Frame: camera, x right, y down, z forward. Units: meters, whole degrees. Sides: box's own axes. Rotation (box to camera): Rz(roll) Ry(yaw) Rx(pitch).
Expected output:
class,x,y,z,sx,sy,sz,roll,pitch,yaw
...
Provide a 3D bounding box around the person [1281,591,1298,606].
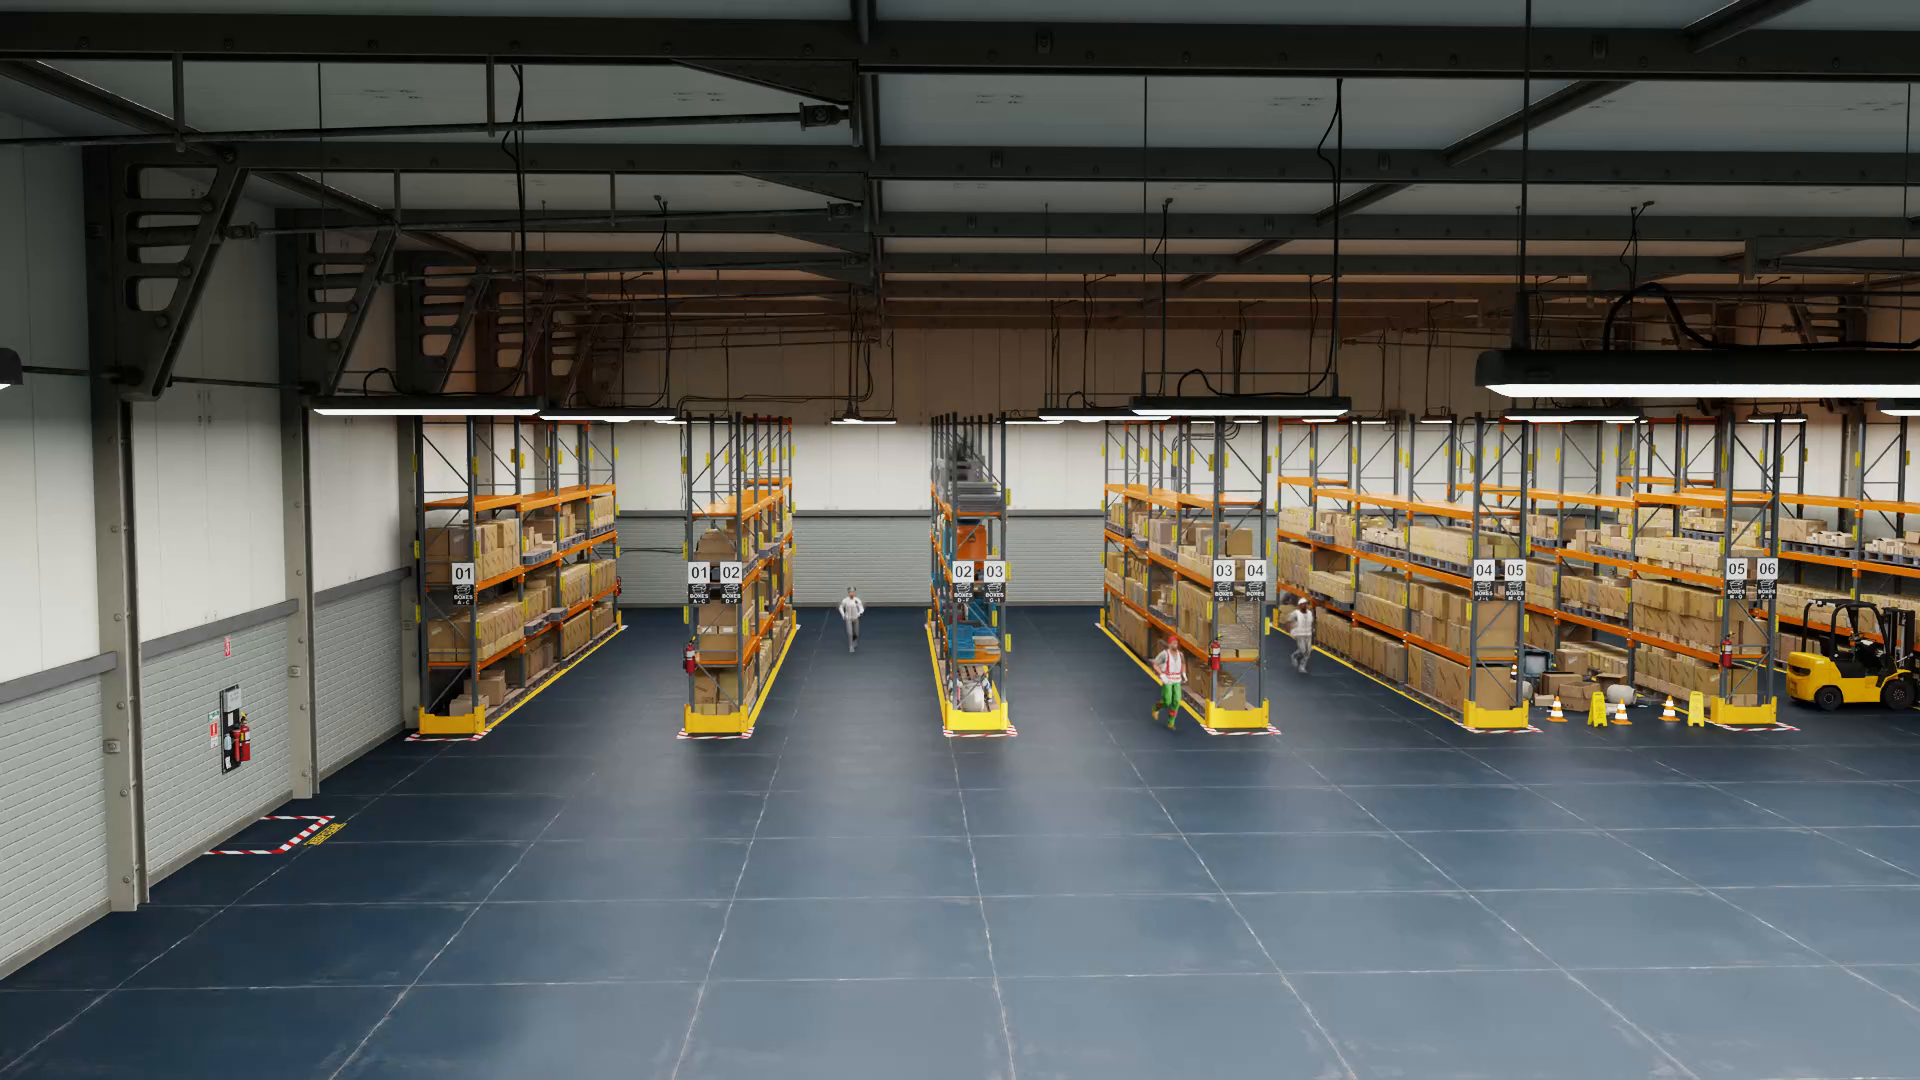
class,x,y,z,sx,sy,sz,roll,pitch,yaw
person,9.816,1.553,49.048,0.708,1.715,0.634,-1,4,-8

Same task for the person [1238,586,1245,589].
class,x,y,z,sx,sy,sz,roll,pitch,yaw
person,7.883,1.680,47.181,0.675,1.694,0.617,1,4,11

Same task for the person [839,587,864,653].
class,x,y,z,sx,sy,sz,roll,pitch,yaw
person,-2.765,2.012,42.369,0.623,1.651,0.722,-1,4,-9

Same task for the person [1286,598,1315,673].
class,x,y,z,sx,sy,sz,roll,pitch,yaw
person,7.978,2.224,38.658,0.684,1.732,0.594,-1,4,-17

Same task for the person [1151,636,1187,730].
class,x,y,z,sx,sy,sz,roll,pitch,yaw
person,4.018,2.711,31.745,0.693,1.781,0.711,-2,4,-24
